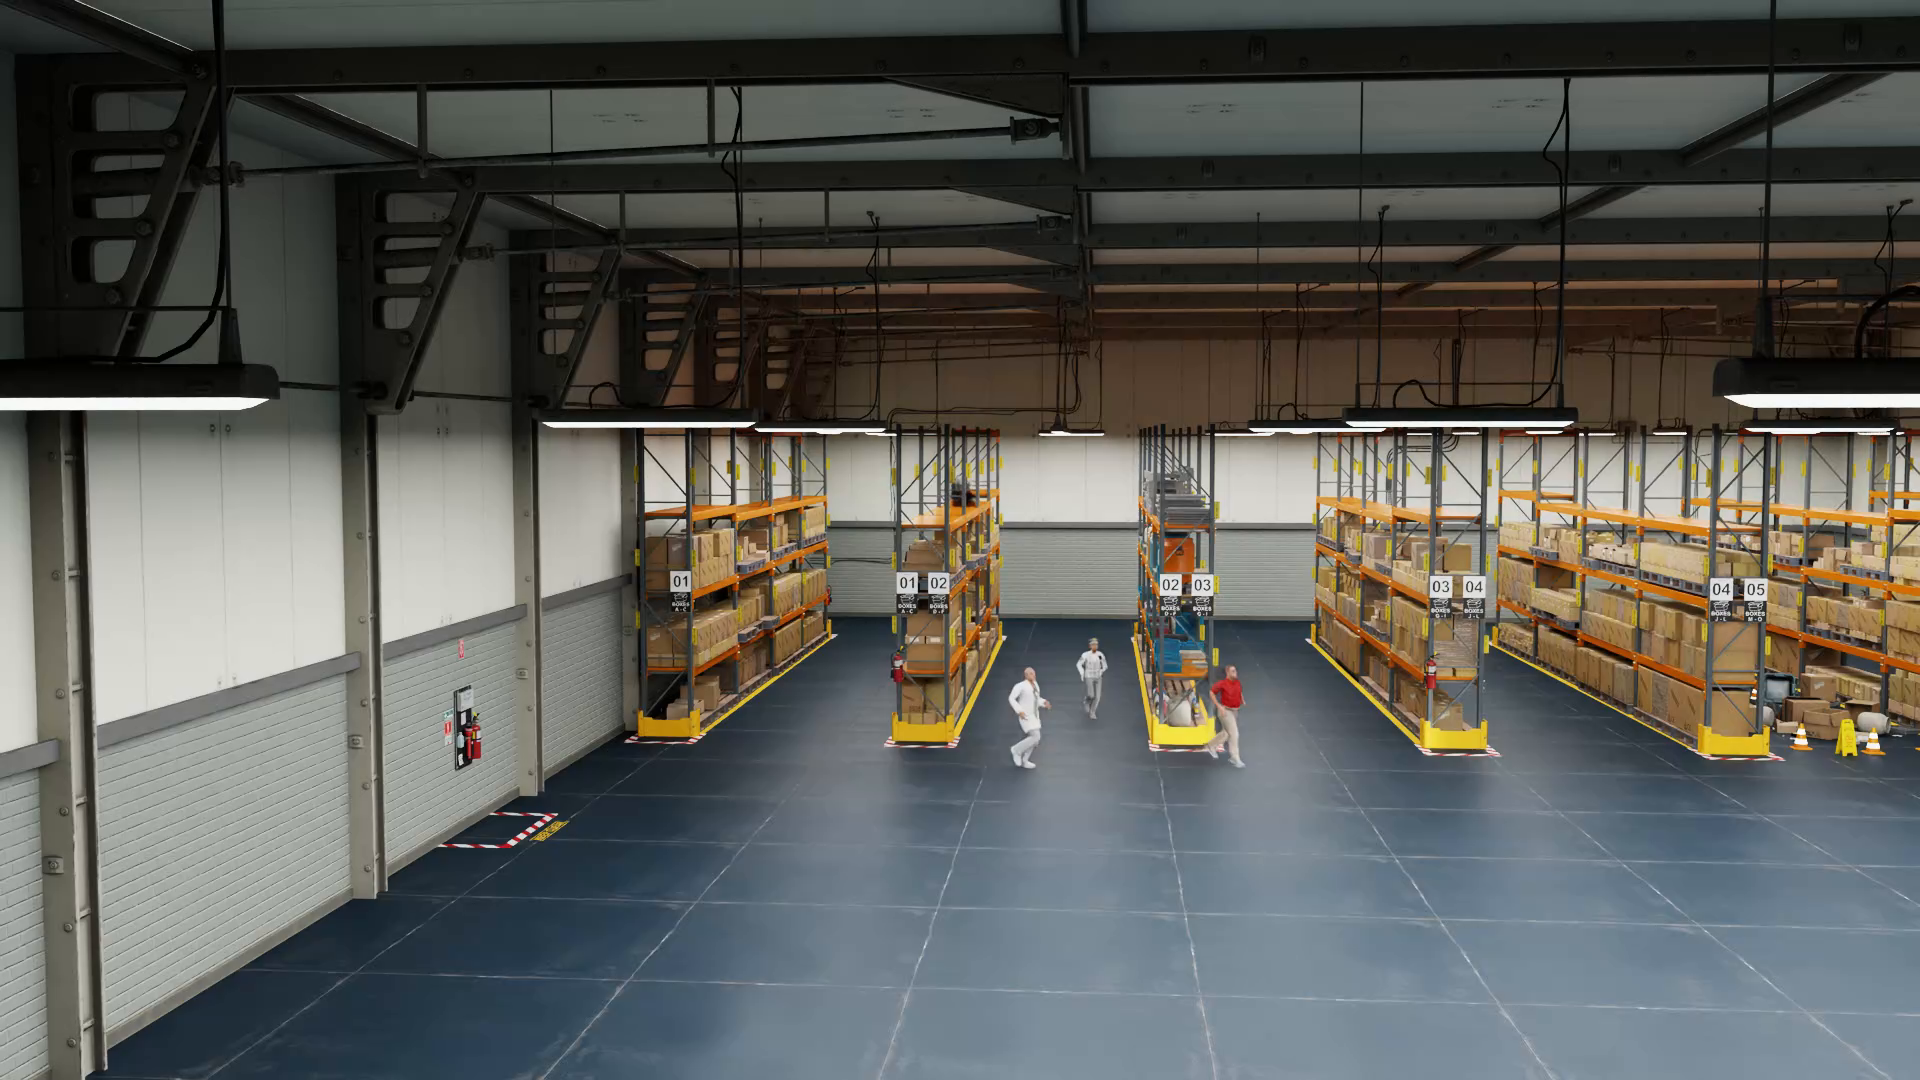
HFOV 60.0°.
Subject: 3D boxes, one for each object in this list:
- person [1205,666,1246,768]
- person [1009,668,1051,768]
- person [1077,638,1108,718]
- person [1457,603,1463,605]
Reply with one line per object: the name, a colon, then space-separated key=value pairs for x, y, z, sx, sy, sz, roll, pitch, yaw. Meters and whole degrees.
person: x=4.719 y=3.070 z=29.269 sx=0.895 sy=1.748 sz=0.668 roll=3 pitch=5 yaw=42
person: x=1.245 y=3.089 z=28.914 sx=0.646 sy=1.747 sz=0.691 roll=2 pitch=4 yaw=33
person: x=2.734 y=2.828 z=33.985 sx=0.608 sy=1.656 sz=0.540 roll=-1 pitch=4 yaw=-9
person: x=13.550 y=2.030 z=46.500 sx=0.951 sy=1.735 sz=0.730 roll=3 pitch=4 yaw=37
